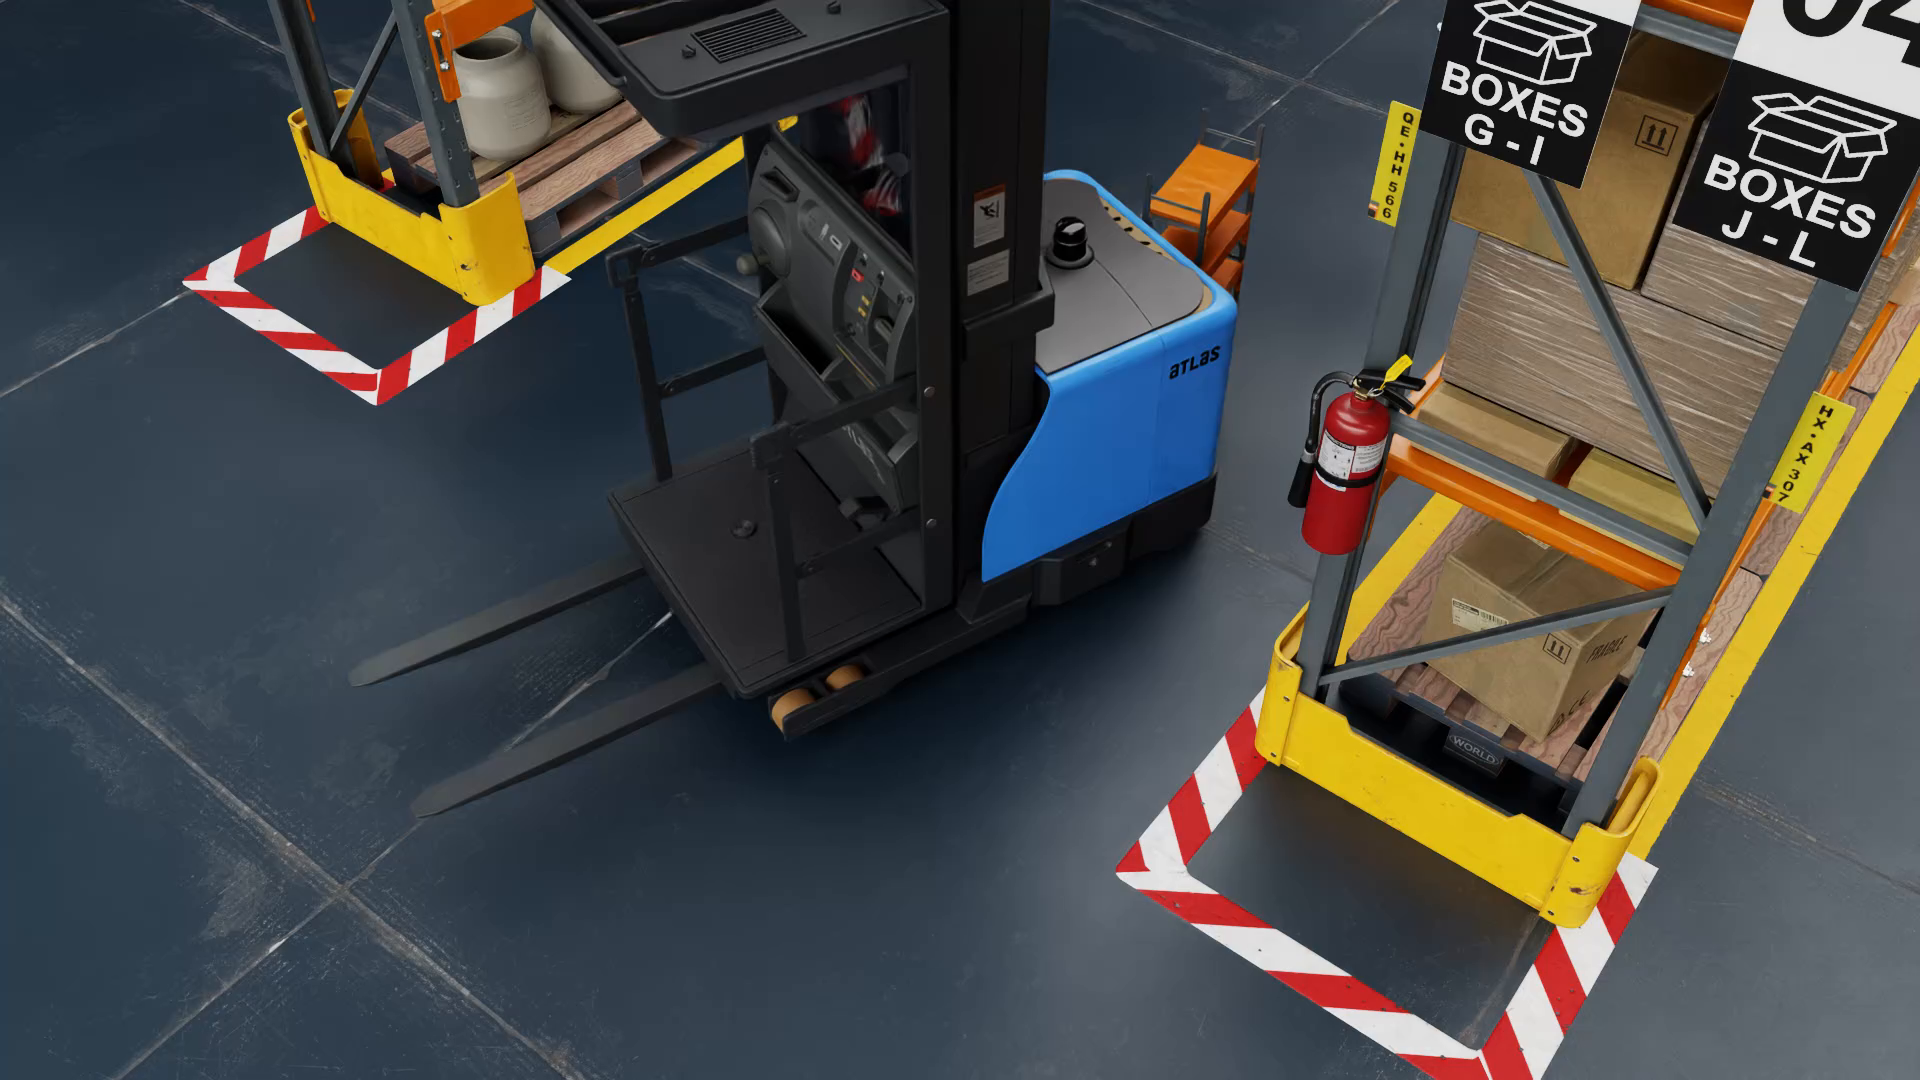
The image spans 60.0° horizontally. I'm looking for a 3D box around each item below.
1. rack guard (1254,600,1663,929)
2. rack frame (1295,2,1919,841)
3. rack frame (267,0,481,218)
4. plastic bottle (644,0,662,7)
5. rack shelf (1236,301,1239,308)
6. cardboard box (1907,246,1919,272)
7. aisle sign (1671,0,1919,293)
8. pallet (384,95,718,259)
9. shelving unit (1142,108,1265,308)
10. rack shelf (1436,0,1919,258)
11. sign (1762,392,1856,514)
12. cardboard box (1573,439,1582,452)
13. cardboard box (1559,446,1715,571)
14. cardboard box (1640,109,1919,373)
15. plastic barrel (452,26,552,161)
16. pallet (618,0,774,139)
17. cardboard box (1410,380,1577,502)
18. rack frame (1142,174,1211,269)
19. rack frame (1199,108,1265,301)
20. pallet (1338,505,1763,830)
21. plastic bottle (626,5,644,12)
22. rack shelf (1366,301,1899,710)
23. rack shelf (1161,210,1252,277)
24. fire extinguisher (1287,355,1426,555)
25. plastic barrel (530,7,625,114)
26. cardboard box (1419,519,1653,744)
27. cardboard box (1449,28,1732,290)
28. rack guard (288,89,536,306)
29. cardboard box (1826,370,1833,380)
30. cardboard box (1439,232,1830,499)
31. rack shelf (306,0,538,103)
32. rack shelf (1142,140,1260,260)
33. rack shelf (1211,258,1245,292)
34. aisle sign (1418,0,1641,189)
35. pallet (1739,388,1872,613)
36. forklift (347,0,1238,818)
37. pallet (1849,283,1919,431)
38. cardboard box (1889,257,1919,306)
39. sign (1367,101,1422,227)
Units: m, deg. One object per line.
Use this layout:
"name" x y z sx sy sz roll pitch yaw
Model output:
"rack guard" 1.532 0.684 5.251 1.175 0.500 0.348 29 53 25
"rack frame" 1.485 -0.136 4.305 1.000 3.000 0.127 29 53 25
"rack frame" -2.434 -2.326 6.397 1.000 3.000 0.127 29 53 25
"plastic bottle" -1.601 -2.859 8.481 0.061 0.283 0.133 30 53 26
"rack shelf" 0.878 -0.790 6.542 0.258 0.148 0.480 22 50 20
"cardboard box" 2.348 -1.096 4.256 0.500 0.500 0.500 29 53 25
"aisle sign" 1.685 -0.866 3.205 0.394 0.787 0.004 29 53 25
"pallet" -1.924 -1.889 7.909 1.003 0.211 1.213 29 53 25
"shelving unit" 0.878 -0.973 6.350 0.258 1.200 0.503 22 50 20
"rack shelf" 2.708 -2.068 4.574 1.077 0.370 4.000 29 53 25
"sign" 1.915 -0.195 3.763 0.100 0.325 0.005 29 53 25
"cardboard box" 1.649 -0.446 4.776 0.380 0.149 0.250 29 53 25
"cardboard box" 1.848 -0.107 4.451 0.380 0.149 0.250 29 53 25
"cardboard box" 2.037 -0.813 3.986 0.500 0.500 0.500 29 53 25
"plastic barrel" -2.092 -2.022 7.537 0.421 0.512 0.421 0 46 0
"pallet" -1.178 -2.584 8.573 1.003 0.211 1.213 29 53 25
"cardboard box" 1.496 -0.303 4.639 0.380 0.149 0.250 29 53 25
"rack frame" 0.758 -0.820 6.203 0.240 1.200 0.015 22 50 20
"rack frame" 0.998 -1.127 6.497 0.240 1.200 0.015 22 50 20
"pallet" 2.056 0.335 5.784 1.003 0.211 1.213 29 53 25
"plastic bottle" -1.658 -2.756 8.439 0.097 0.201 0.097 0 46 0
"rack shelf" 2.708 -1.032 5.659 1.077 0.370 4.000 29 53 25
"rack shelf" 0.878 -1.081 6.237 0.258 0.148 0.480 22 50 20
"fire extinguisher" 1.050 -0.247 4.465 0.296 0.674 0.183 29 53 25
"plastic barrel" -1.786 -2.308 7.811 0.421 0.512 0.421 0 46 0
"cardboard box" 1.880 0.233 5.392 0.500 0.500 0.500 -33 54 -27
"cardboard box" 1.626 -1.043 4.205 0.500 0.500 0.500 29 53 25
"rack guard" -2.425 -1.526 7.362 1.175 0.500 0.348 29 53 25
"cardboard box" 2.476 -0.670 4.989 0.380 0.149 0.250 29 53 25
"cardboard box" 1.843 -0.576 4.451 0.875 0.500 0.500 29 53 25
"rack shelf" -1.211 -3.222 7.750 1.077 0.370 4.000 29 53 25
"rack shelf" 0.878 -1.245 6.066 0.258 0.148 0.480 22 50 20
"rack shelf" 0.878 -0.927 6.399 0.258 0.148 0.480 22 50 20
"aisle sign" 1.210 -1.131 3.458 0.394 0.787 0.004 29 53 25
"pallet" 2.803 -0.360 6.448 1.003 0.211 1.213 29 53 25
"forklift" -0.575 -0.789 4.977 3.031 2.935 1.130 -24 51 -22
"pallet" 3.548 -1.062 7.118 1.003 0.211 1.213 29 53 25
"cardboard box" 2.842 -0.922 5.230 0.380 0.149 0.250 29 53 25
"sign" 1.058 -0.902 4.018 0.100 0.325 0.005 29 53 25
